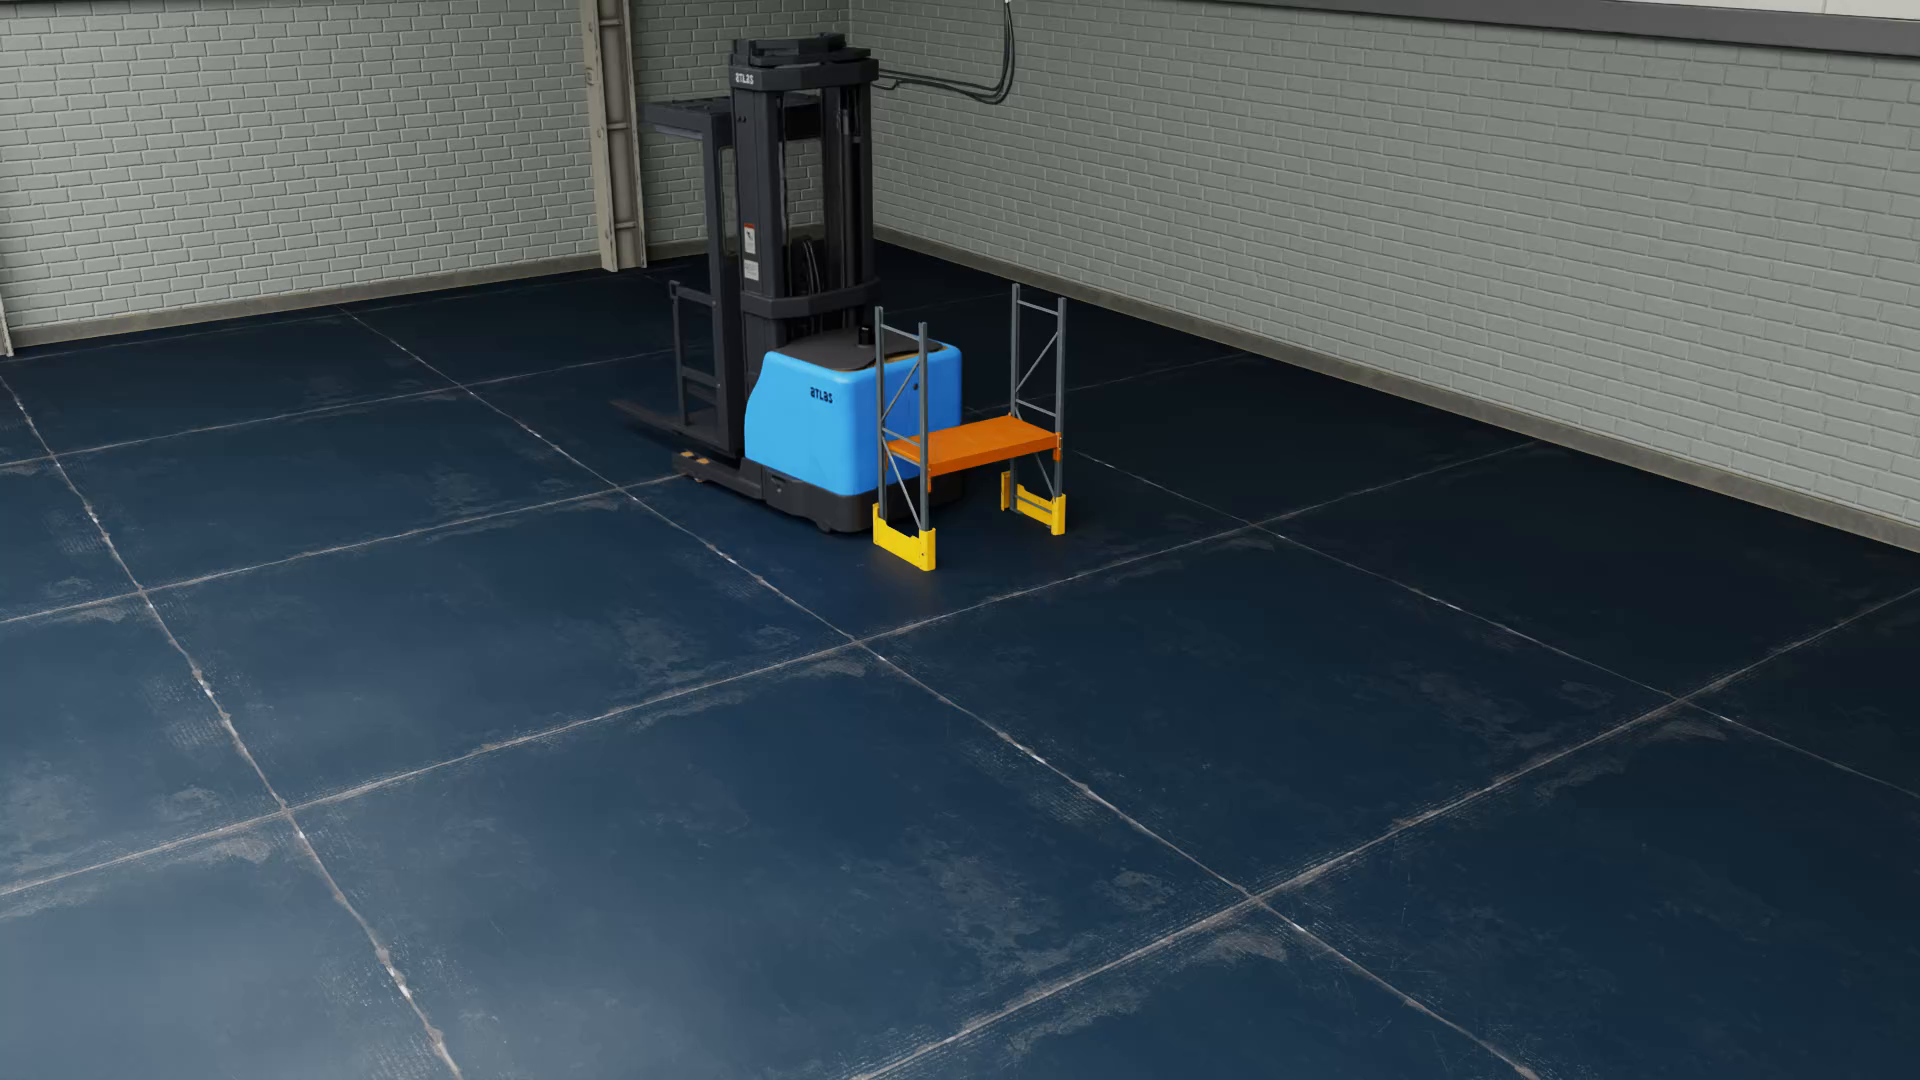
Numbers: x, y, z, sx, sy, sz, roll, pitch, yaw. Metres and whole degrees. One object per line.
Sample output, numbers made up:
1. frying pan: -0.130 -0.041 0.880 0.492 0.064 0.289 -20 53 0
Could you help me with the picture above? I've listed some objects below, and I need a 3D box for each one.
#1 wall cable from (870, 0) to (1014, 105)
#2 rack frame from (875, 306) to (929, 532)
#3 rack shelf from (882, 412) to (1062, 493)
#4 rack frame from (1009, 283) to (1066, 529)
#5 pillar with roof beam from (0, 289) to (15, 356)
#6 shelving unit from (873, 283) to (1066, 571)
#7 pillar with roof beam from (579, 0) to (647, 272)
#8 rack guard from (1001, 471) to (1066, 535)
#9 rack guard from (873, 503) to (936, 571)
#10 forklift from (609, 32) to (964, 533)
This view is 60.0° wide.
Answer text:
1. wall cable: -0.403 -5.877 17.172 0.112 2.526 3.097 -15 26 -33
2. rack frame: -0.343 -0.605 9.889 0.032 1.500 0.500 -15 26 -33
3. rack shelf: 0.069 -0.548 10.231 1.000 0.185 0.538 -15 26 -33
4. rack frame: 0.482 -0.825 10.440 0.032 1.500 0.500 -15 26 -33
5. pillar with roof beam: -5.923 -4.485 9.495 0.400 9.000 9.100 -15 26 -33
6. shelving unit: 0.062 -0.713 10.160 1.083 1.500 0.587 -15 26 -33
7. pillar with roof beam: -1.052 -5.784 12.749 0.400 9.000 9.100 -15 26 -33
8. rack guard: 0.466 -0.240 10.662 0.087 0.250 0.587 -15 26 -33
9. rack guard: -0.342 -0.025 10.121 0.087 0.250 0.587 -15 26 -33
10. forklift: -1.343 -1.867 11.120 1.130 2.935 3.031 -19 29 -39
